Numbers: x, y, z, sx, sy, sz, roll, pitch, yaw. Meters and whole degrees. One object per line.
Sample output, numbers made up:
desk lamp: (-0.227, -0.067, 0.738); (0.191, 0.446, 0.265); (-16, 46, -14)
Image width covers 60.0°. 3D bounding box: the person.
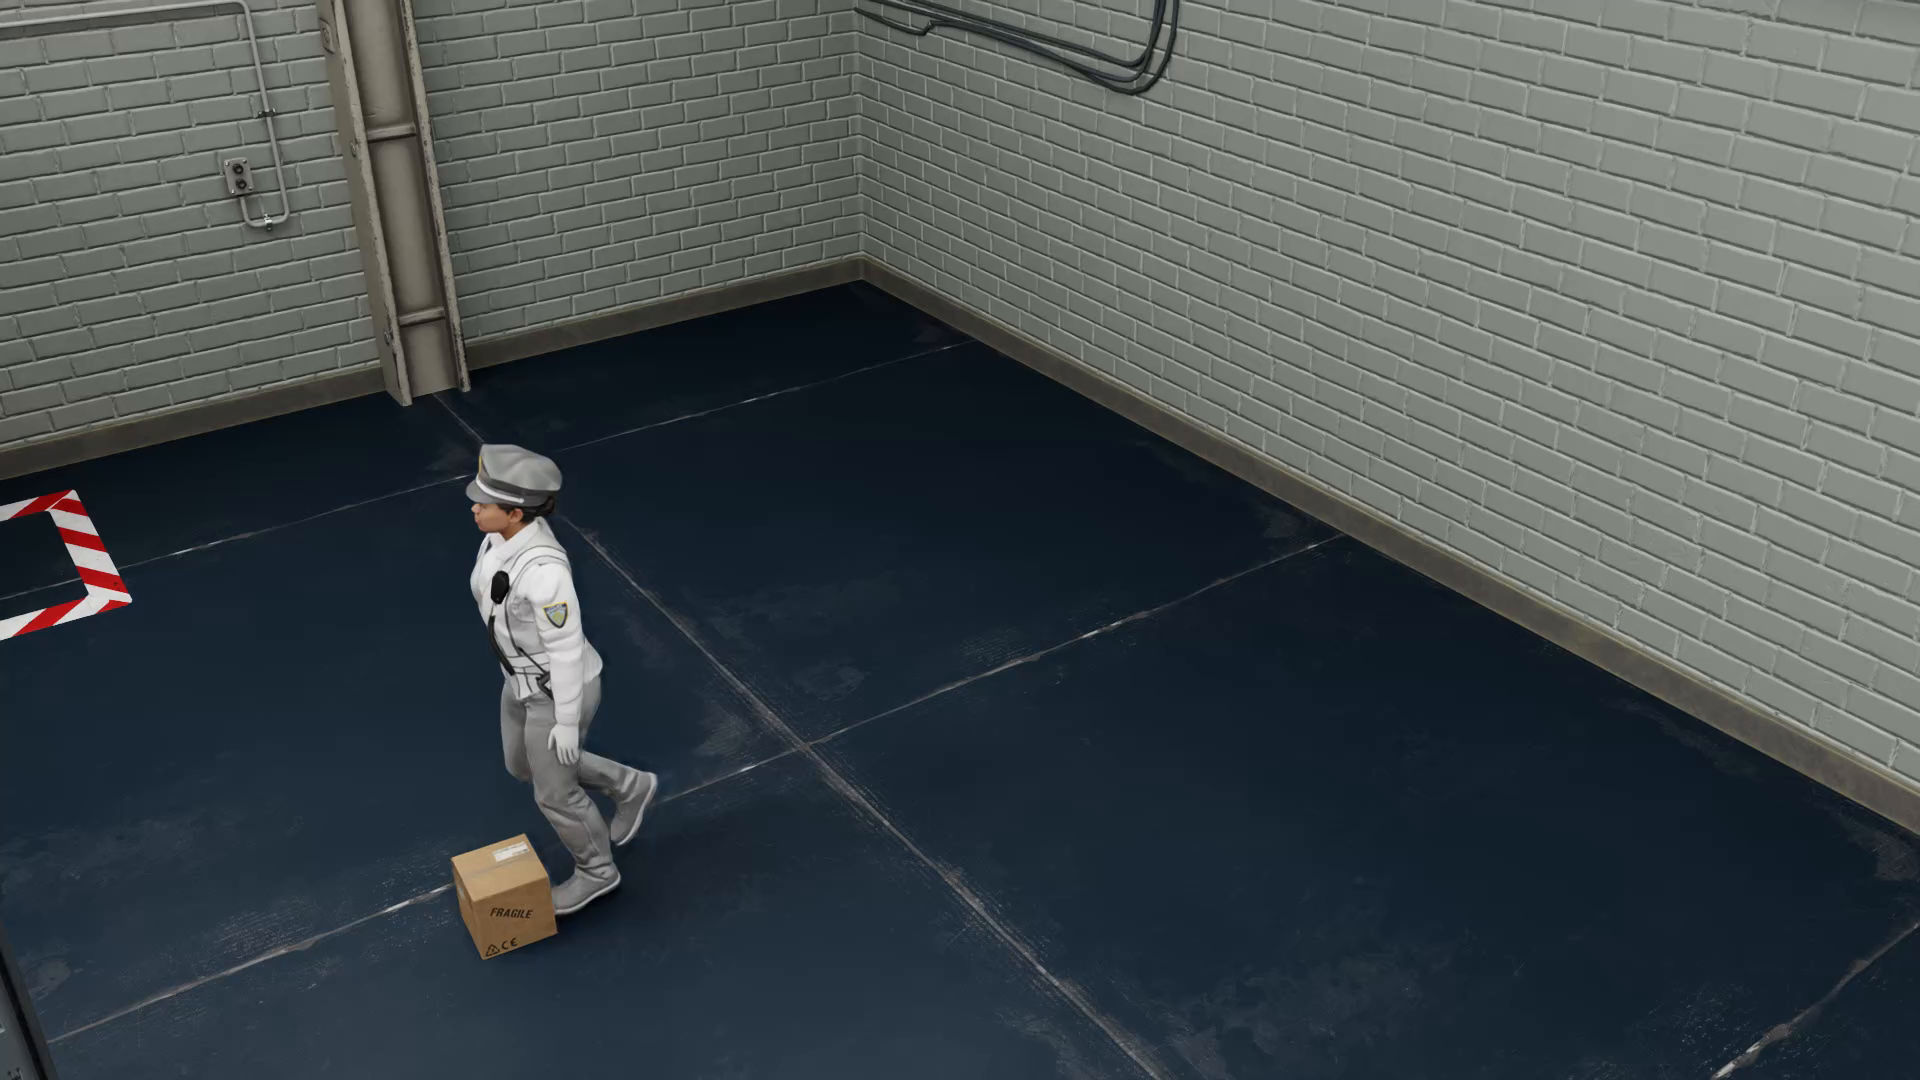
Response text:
person: (-1.234, 0.430, 5.292); (0.530, 1.678, 0.519); (-14, 32, -24)
